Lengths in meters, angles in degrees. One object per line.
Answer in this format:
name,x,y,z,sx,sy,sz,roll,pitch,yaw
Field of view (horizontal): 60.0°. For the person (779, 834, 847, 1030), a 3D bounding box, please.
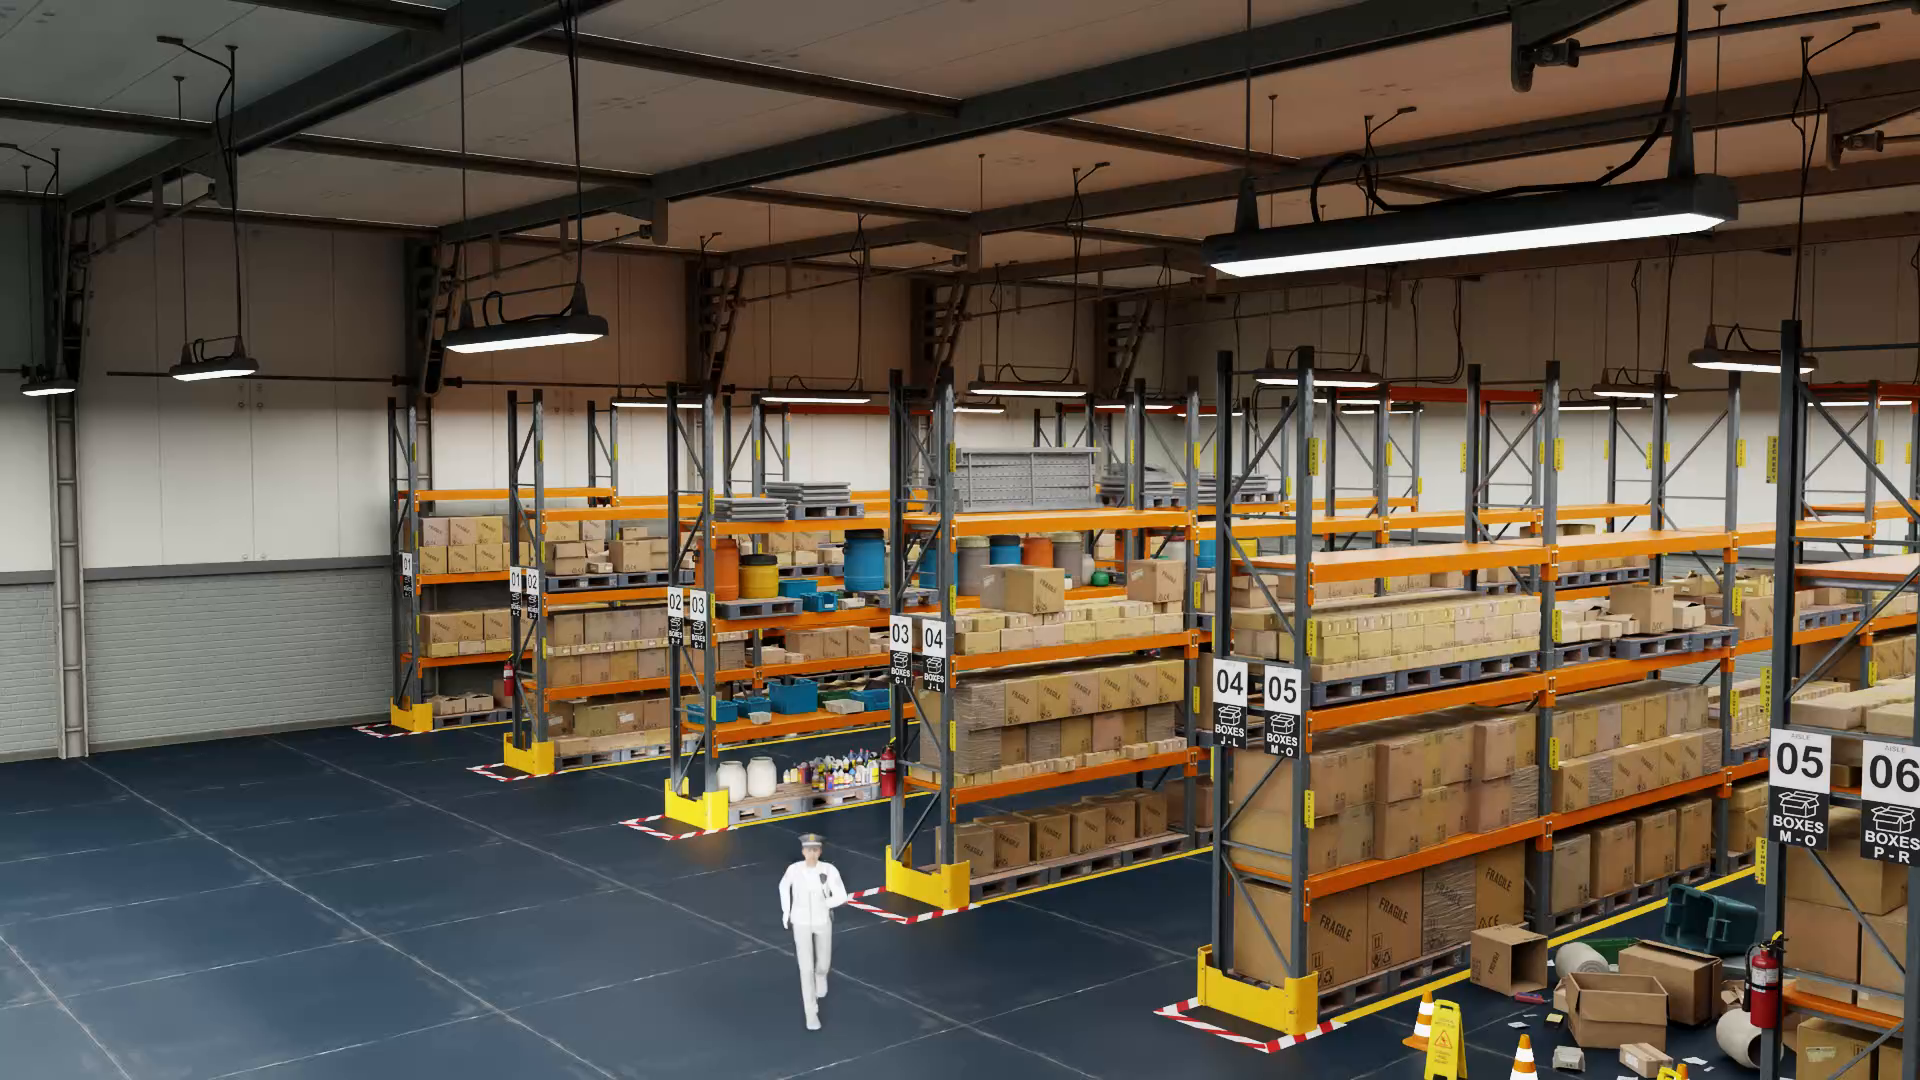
person,-1.319,3.435,14.920,0.614,1.674,0.879,0,3,-4
